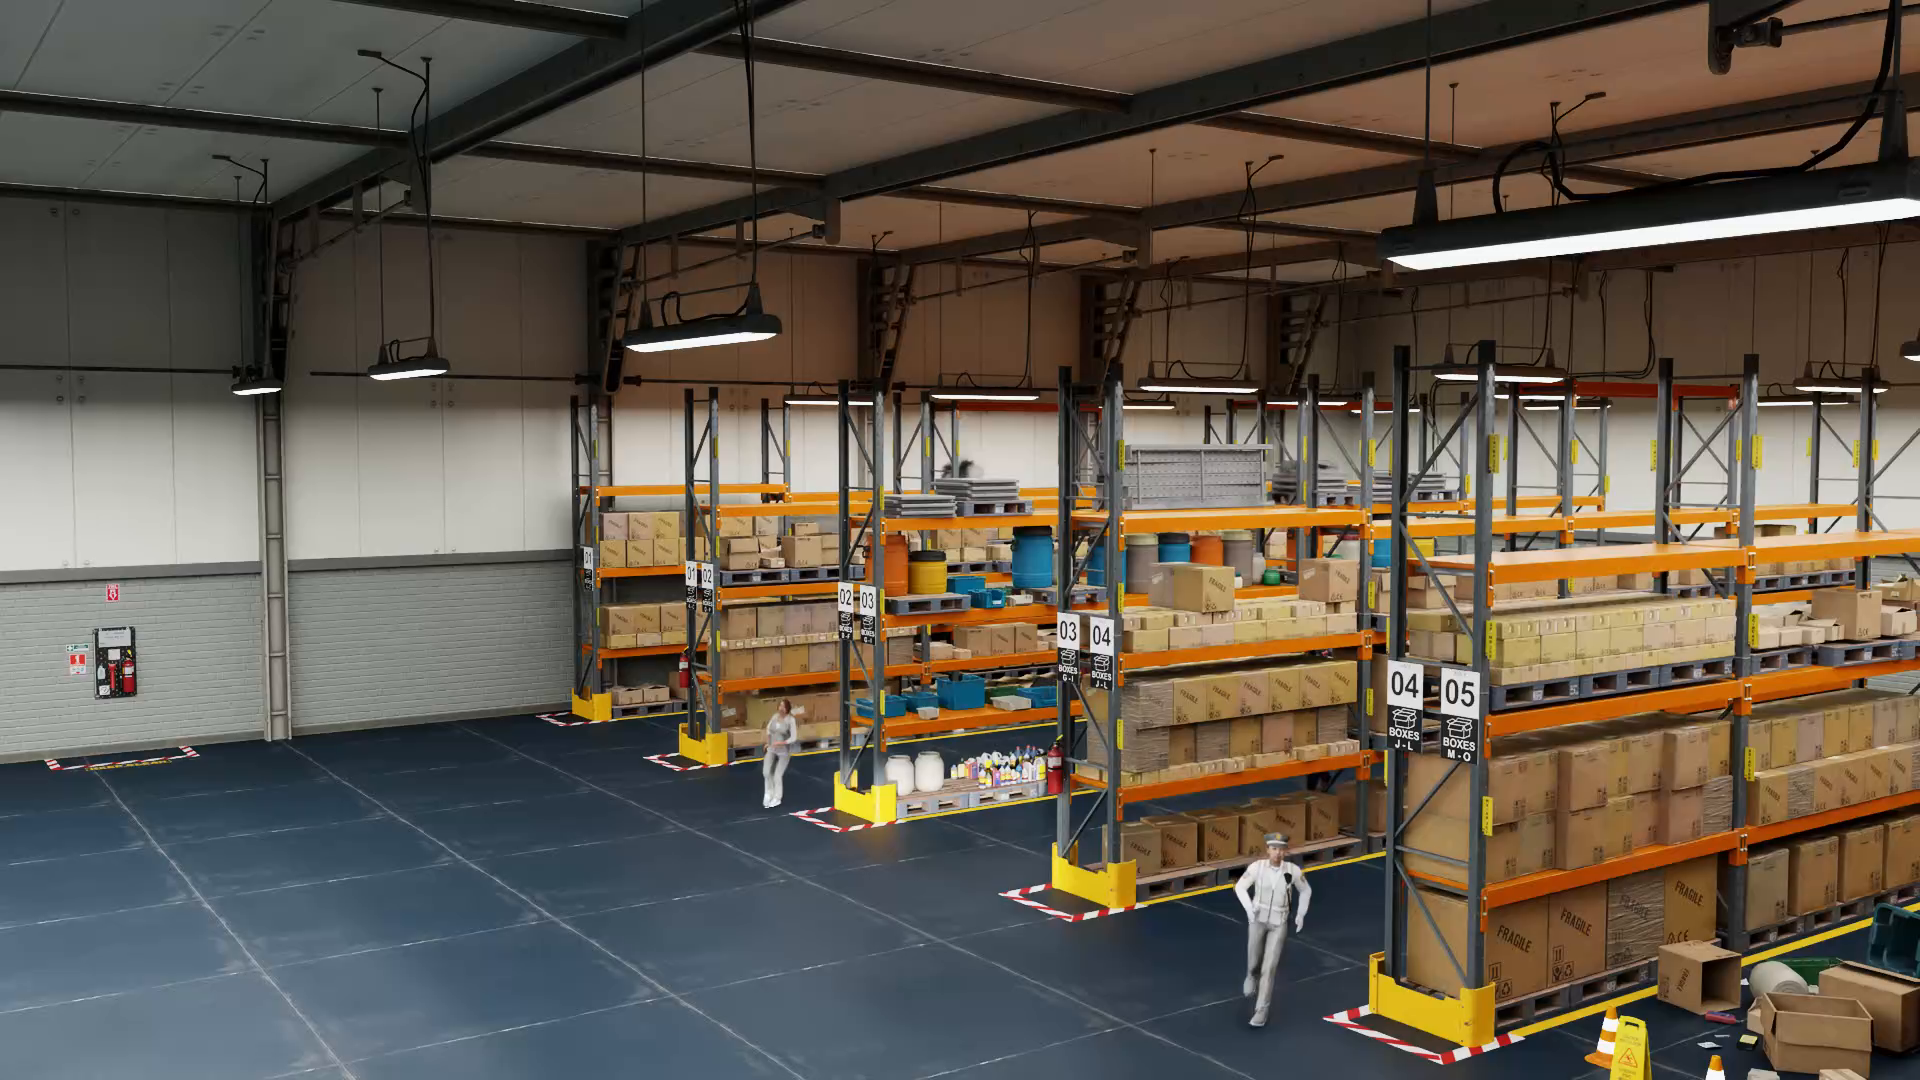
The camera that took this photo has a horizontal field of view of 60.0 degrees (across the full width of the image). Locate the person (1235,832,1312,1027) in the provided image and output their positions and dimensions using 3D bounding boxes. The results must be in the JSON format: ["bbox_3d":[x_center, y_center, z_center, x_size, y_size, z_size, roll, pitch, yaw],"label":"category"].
[{"bbox_3d":[2.820,3.423,14.930,0.686,1.659,0.902,0,3,3],"label":"person"}]

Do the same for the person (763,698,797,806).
[{"bbox_3d":[-2.526,2.985,23.223,0.515,1.543,0.584,1,4,14],"label":"person"}]

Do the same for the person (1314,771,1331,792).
[{"bbox_3d":[5.115,2.876,23.922,0.913,1.632,0.602,-3,5,-42],"label":"person"}]

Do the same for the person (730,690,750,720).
[{"bbox_3d":[-3.835,2.583,29.179,0.563,1.677,0.718,3,5,44],"label":"person"}]
